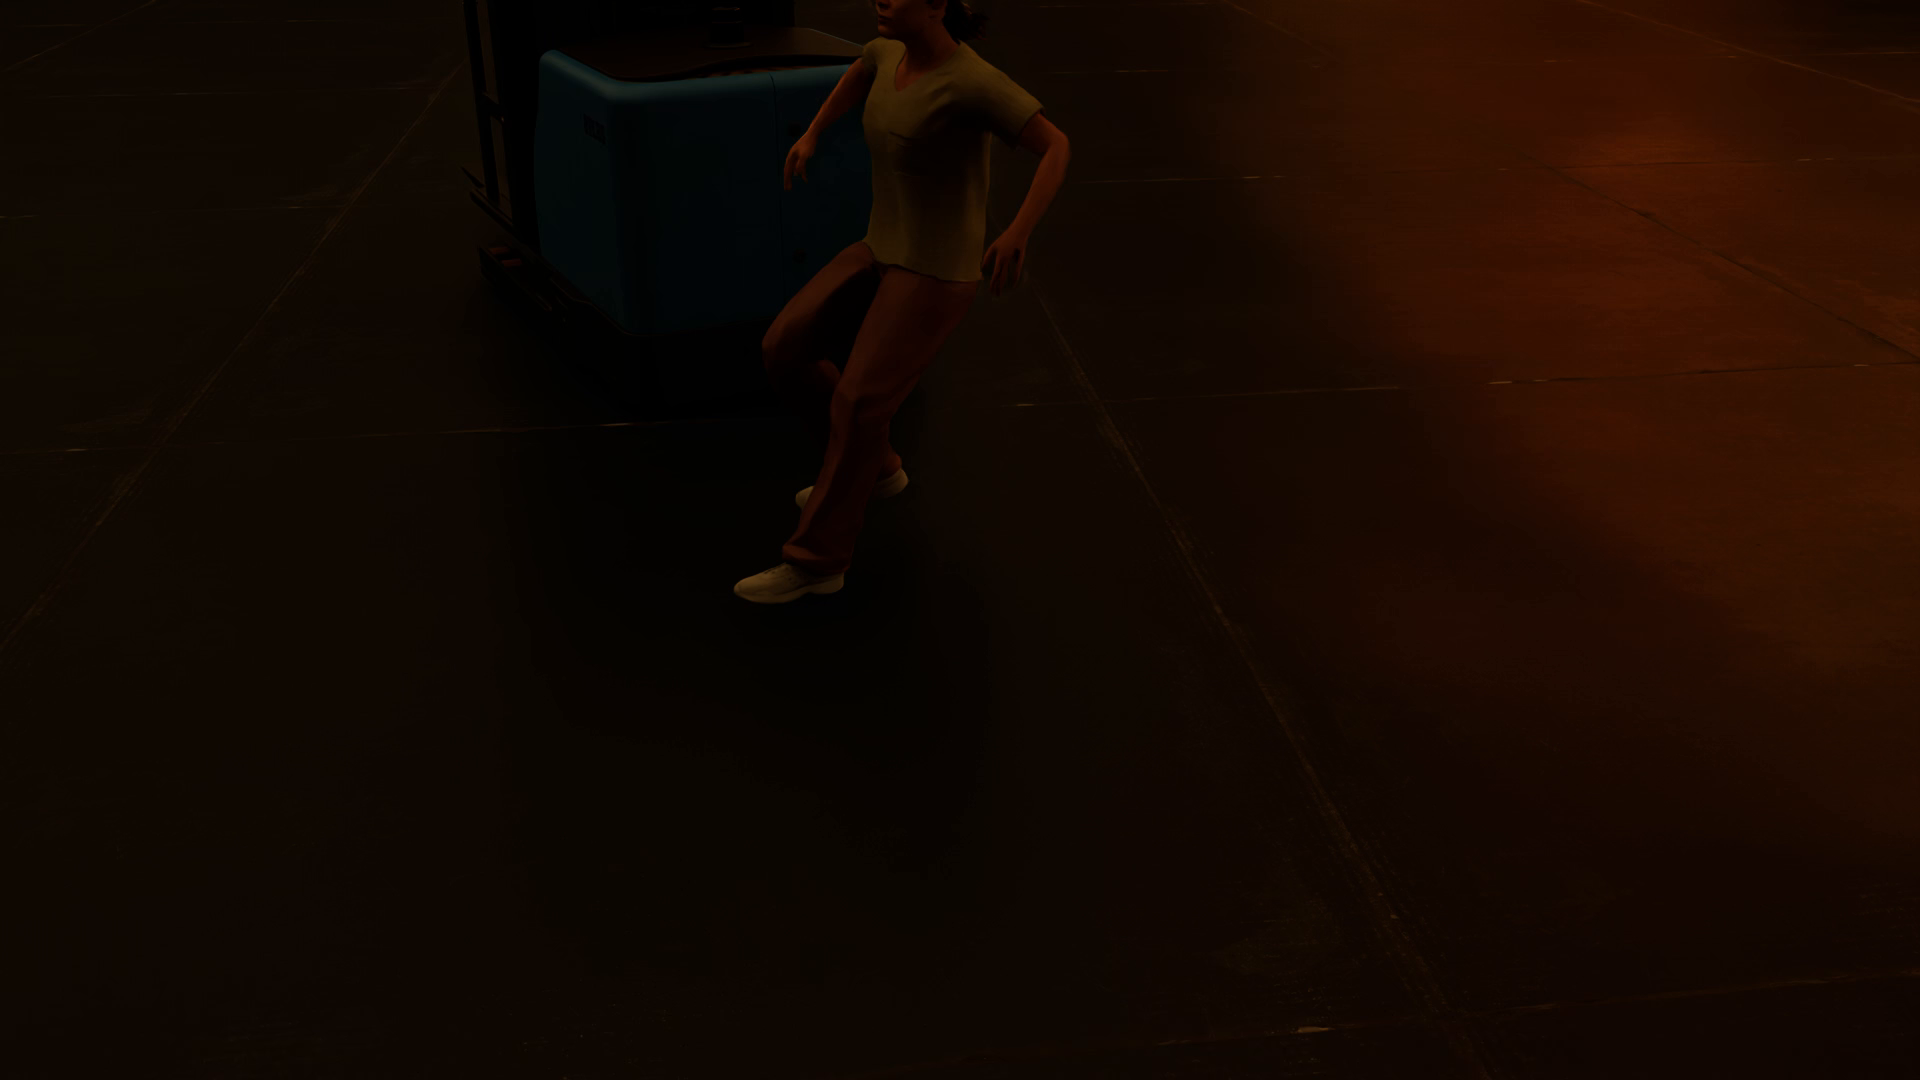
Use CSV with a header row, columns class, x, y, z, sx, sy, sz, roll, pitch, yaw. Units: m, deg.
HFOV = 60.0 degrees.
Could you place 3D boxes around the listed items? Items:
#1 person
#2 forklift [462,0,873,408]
class,x,y,z,sx,sy,sz,roll,pitch,yaw
person,-0.263,-0.647,4.058,0.802,1.564,0.902,-16,30,-29
forklift,-1.284,-2.348,6.101,1.130,2.935,3.031,-13,29,-25
